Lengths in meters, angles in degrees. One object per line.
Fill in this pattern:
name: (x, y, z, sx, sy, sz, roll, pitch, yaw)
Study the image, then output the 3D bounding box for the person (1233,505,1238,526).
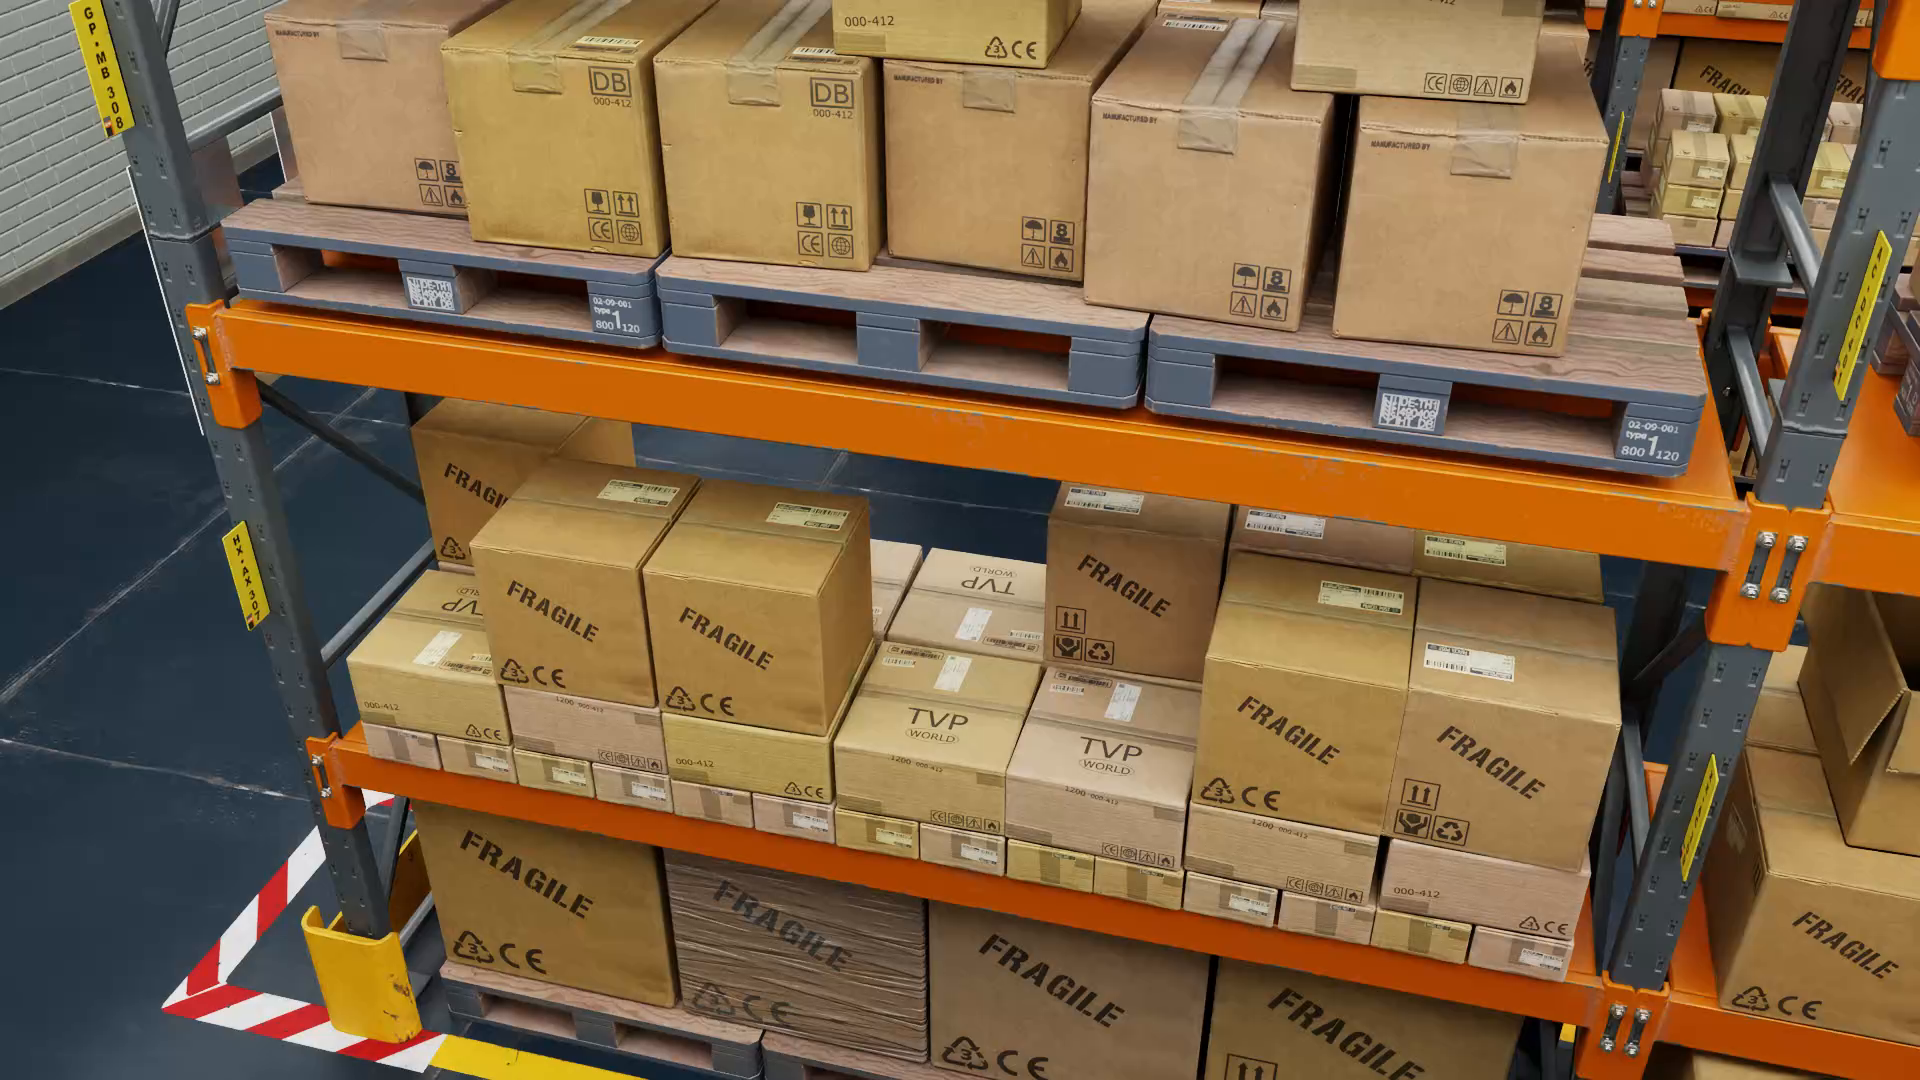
person: (1.368, -0.493, 7.872, 0.492, 1.672, 0.522, -4, 33, -5)
